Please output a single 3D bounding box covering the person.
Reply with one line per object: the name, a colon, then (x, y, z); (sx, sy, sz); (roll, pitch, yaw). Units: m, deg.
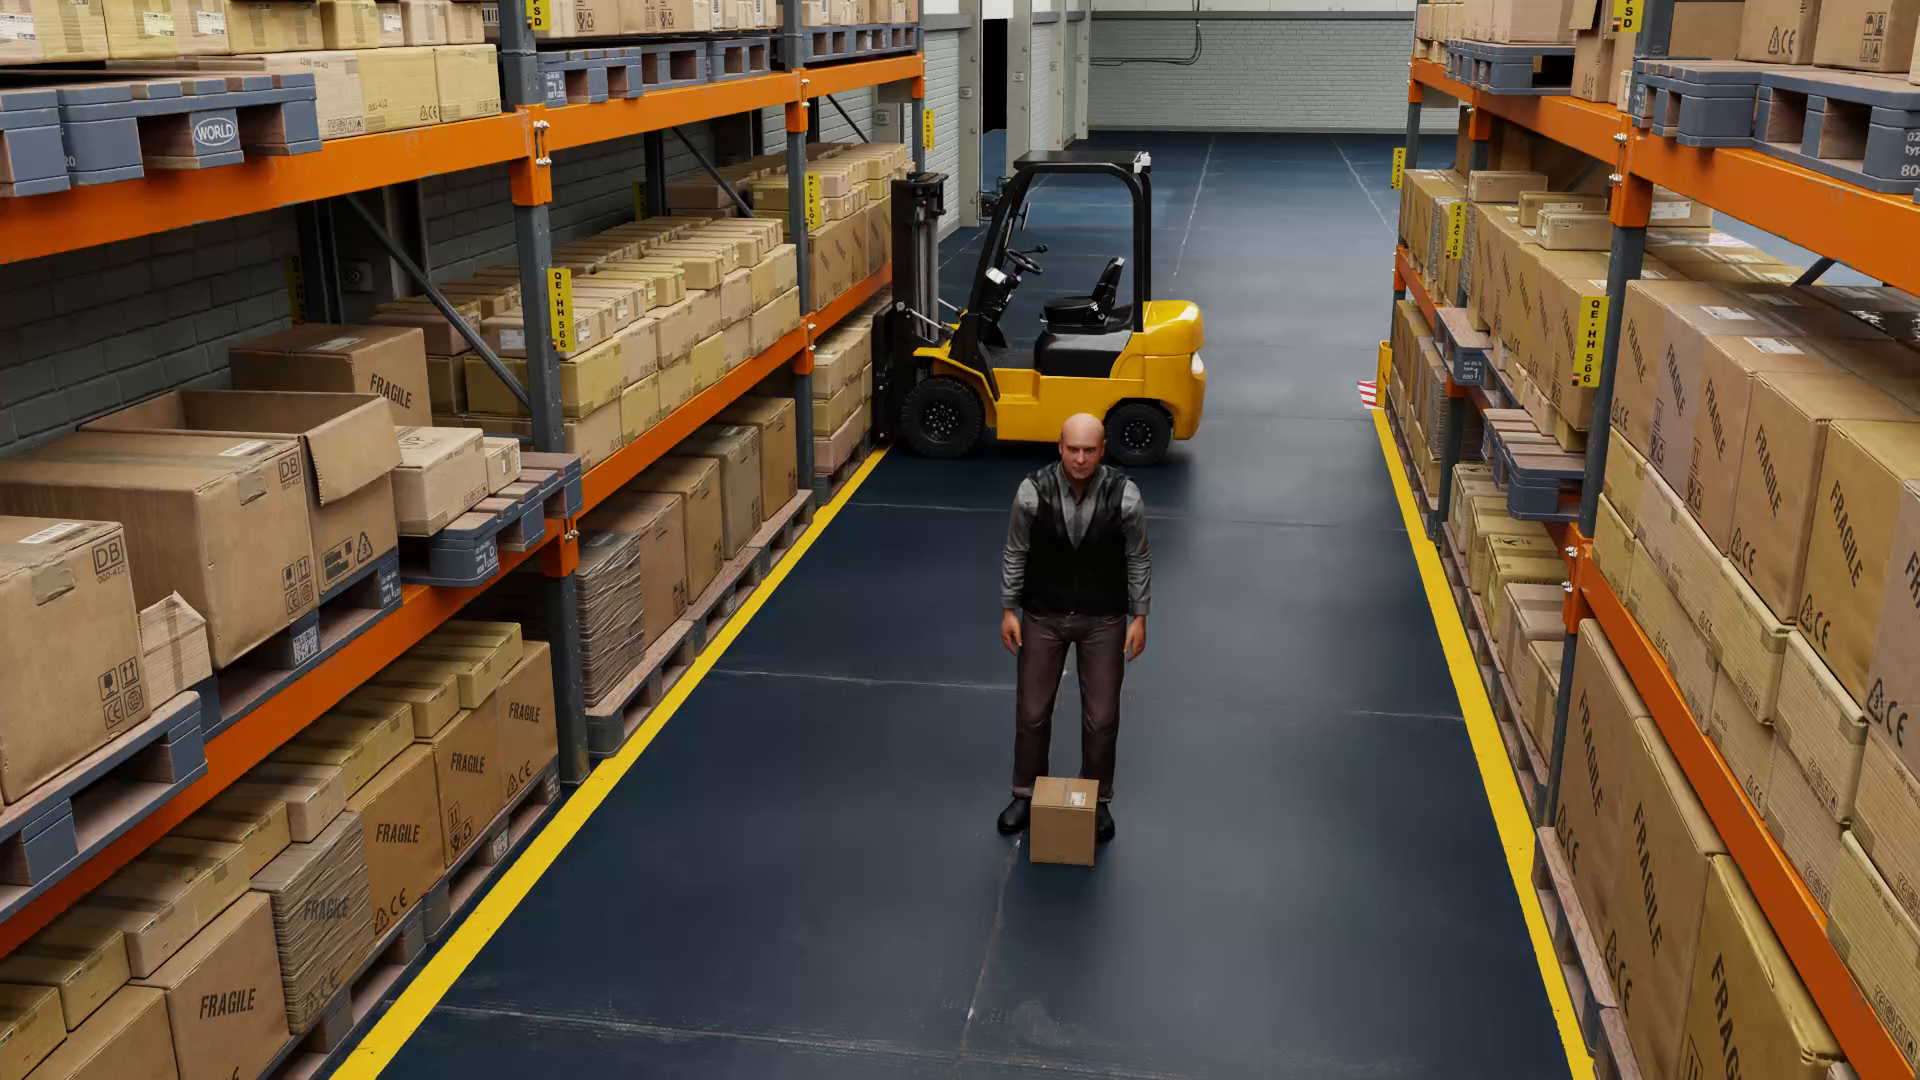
person: (0.455, 0.321, 6.589); (0.589, 1.721, 0.414); (2, 18, 7)
